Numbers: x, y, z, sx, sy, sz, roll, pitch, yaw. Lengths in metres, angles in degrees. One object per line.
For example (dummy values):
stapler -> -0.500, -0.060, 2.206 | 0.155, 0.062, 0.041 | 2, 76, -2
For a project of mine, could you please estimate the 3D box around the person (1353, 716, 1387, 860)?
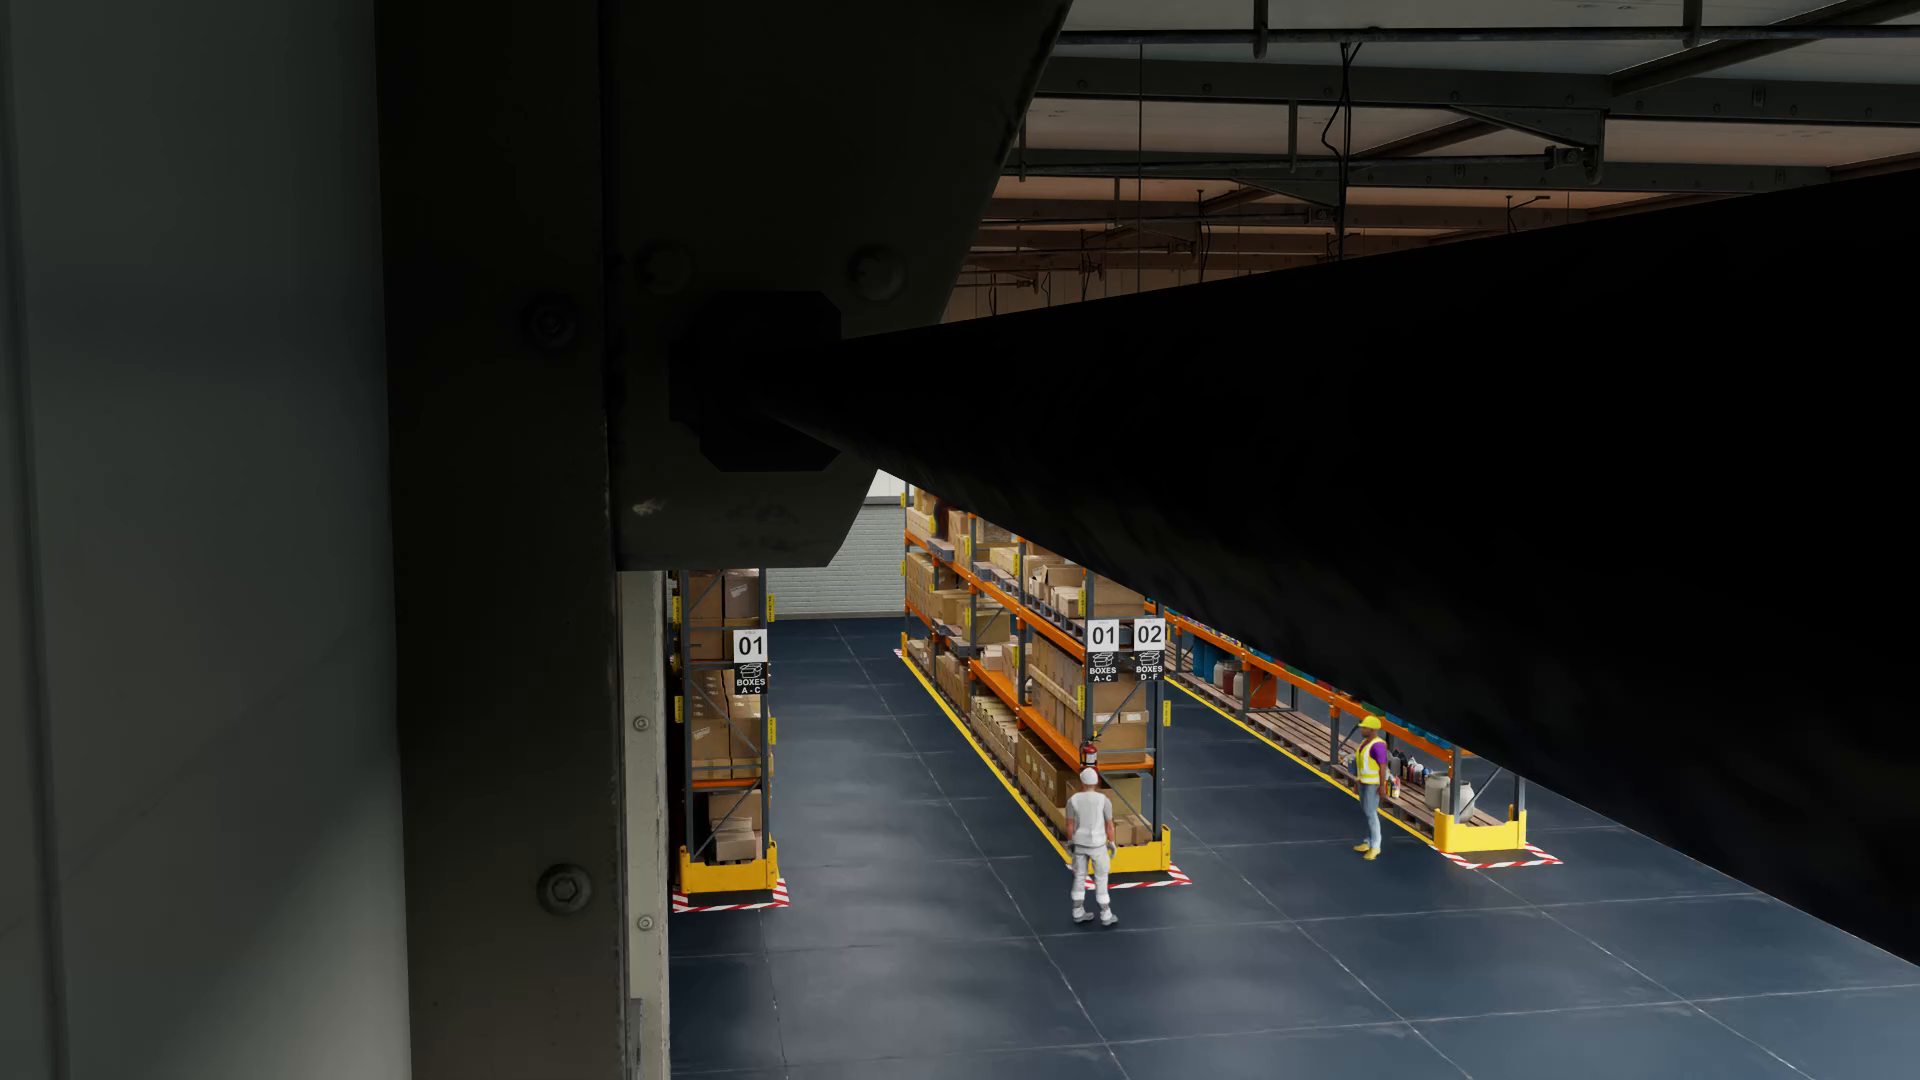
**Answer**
person -> 5.350, 3.207, 21.706 | 0.387, 1.795, 0.702 | -1, 6, -9

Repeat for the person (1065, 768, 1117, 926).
person -> 1.489, 3.472, 18.943 | 0.570, 1.796, 0.422 | 3, 7, 28
